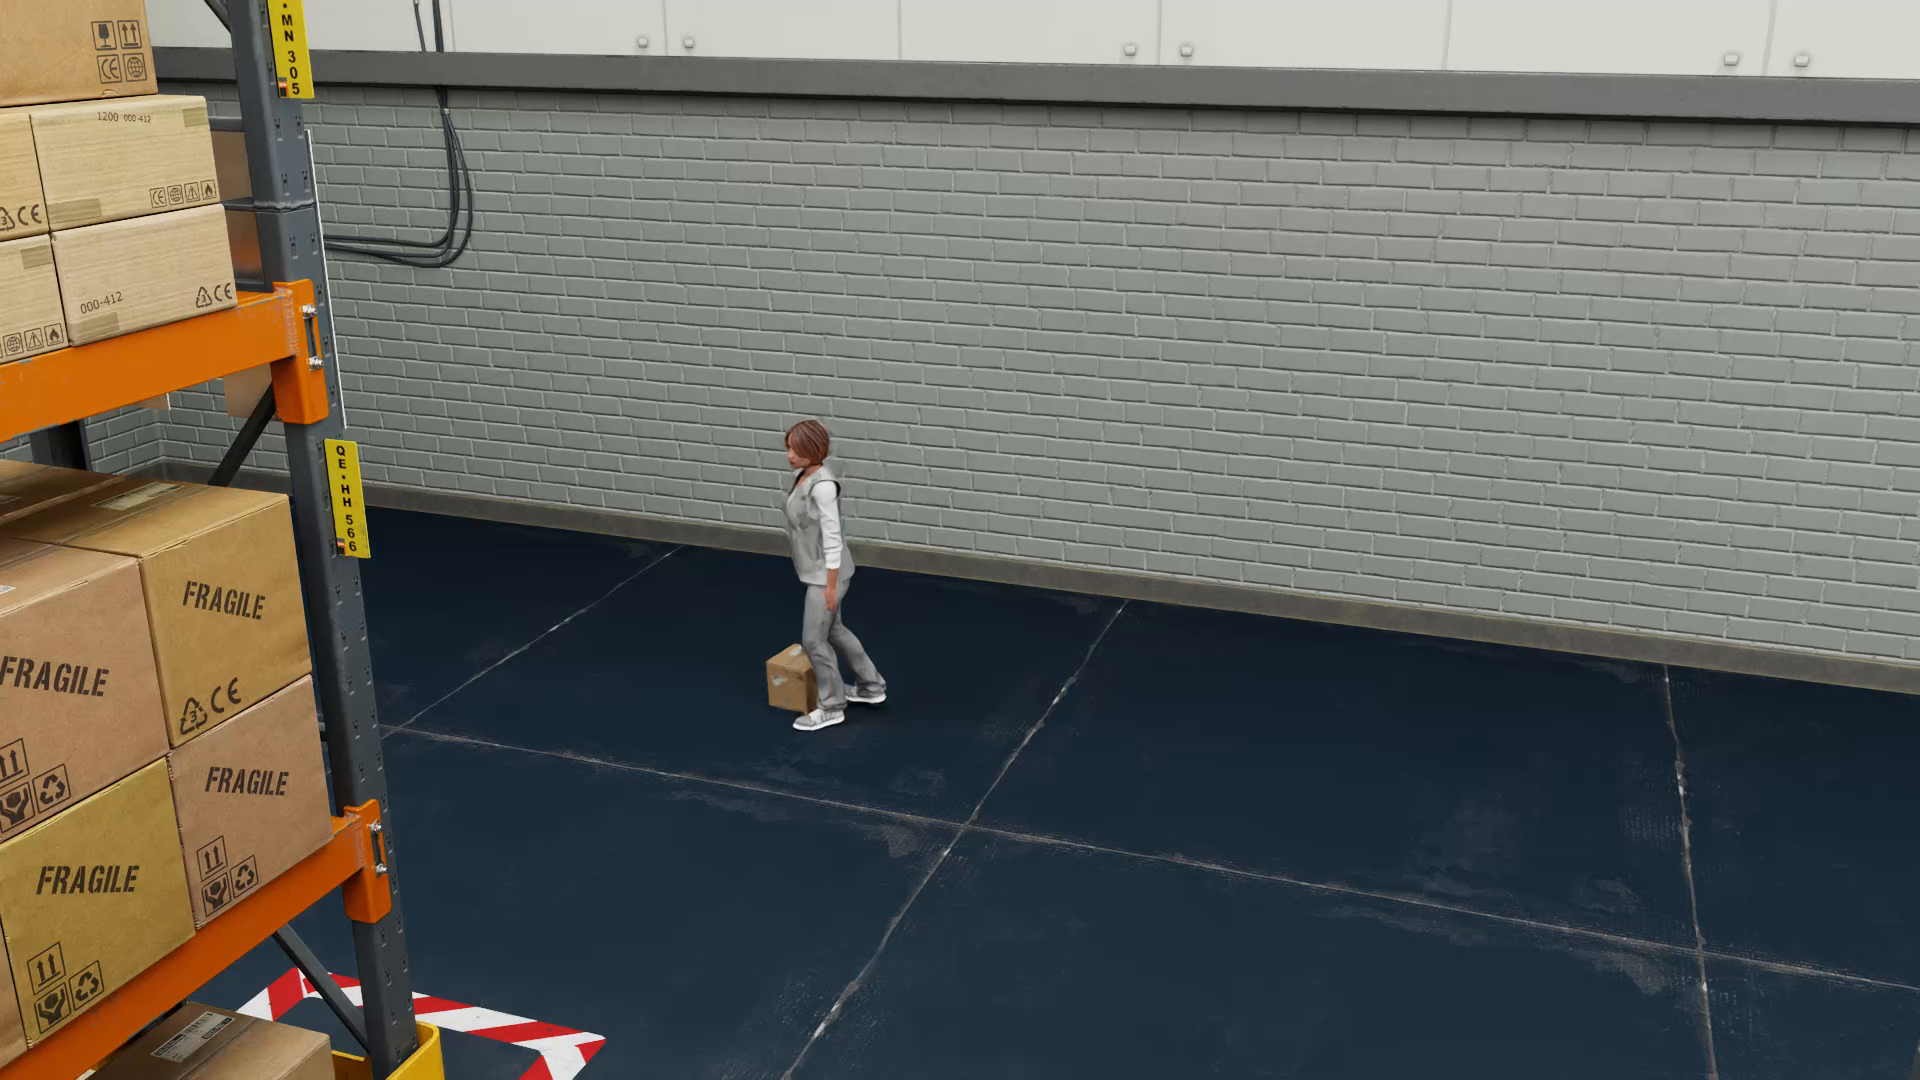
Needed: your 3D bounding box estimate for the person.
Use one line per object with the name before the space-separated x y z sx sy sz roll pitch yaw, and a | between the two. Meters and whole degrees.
person | -0.594 0.256 8.129 0.488 1.262 0.436 -5 20 -15
